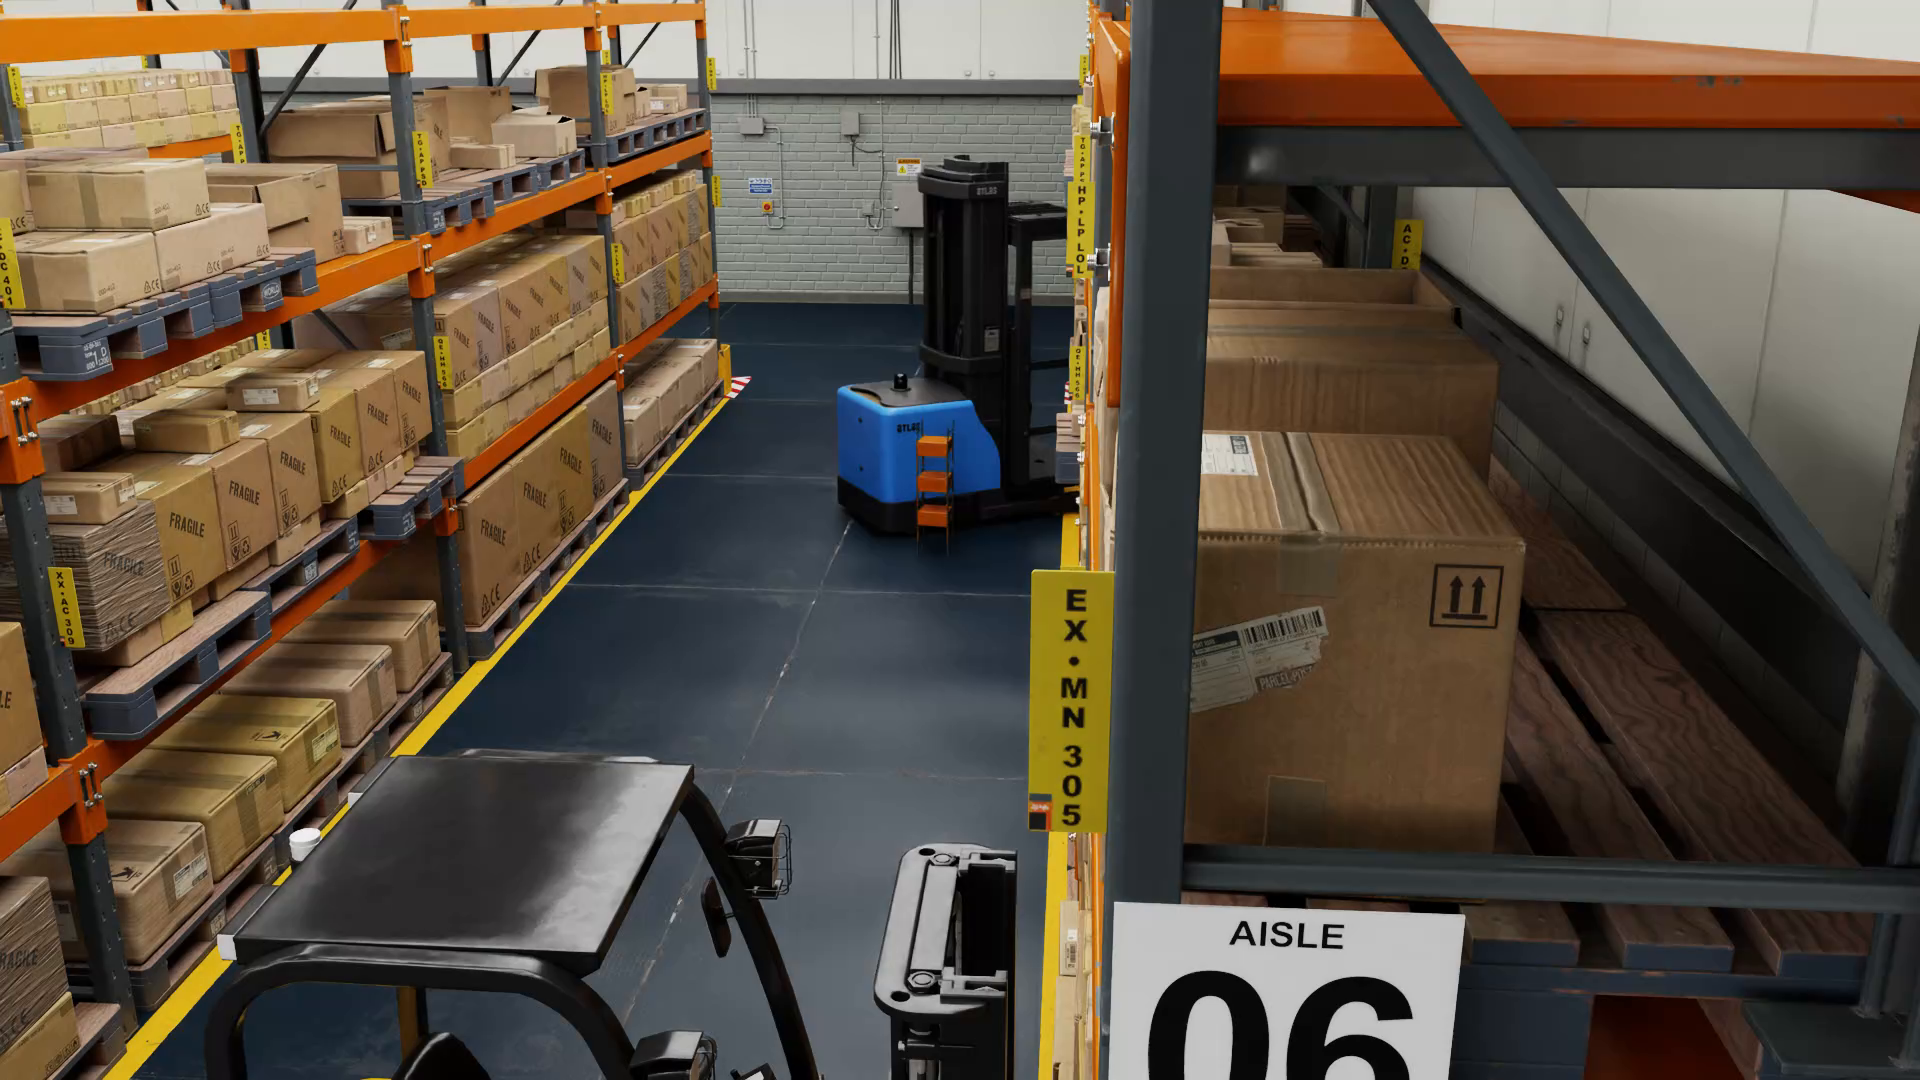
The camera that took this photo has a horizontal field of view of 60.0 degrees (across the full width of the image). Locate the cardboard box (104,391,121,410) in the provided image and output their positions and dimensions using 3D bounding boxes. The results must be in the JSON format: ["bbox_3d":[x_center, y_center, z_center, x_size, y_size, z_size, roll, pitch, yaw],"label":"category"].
[{"bbox_3d":[-8.086,-1.295,15.506,0.380,0.149,0.250,1,18,3],"label":"cardboard box"}]

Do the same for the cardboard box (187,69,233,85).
[{"bbox_3d":[-7.809,-4.815,17.280,0.380,0.149,0.250,1,18,3],"label":"cardboard box"}]

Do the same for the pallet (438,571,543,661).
[{"bbox_3d":[-3.576,0.502,11.551,1.003,0.211,1.213,1,18,4],"label":"pallet"}]

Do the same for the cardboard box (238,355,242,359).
[{"bbox_3d":[-7.904,-1.879,17.767,0.380,0.149,0.250,1,18,3],"label":"cardboard box"}]

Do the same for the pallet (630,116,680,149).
[{"bbox_3d":[-3.261,-3.837,15.641,1.003,0.211,1.213,1,18,4],"label":"pallet"}]

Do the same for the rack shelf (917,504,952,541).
[{"bbox_3d":[-0.194,-0.139,13.087,0.240,0.259,0.215,4,19,12],"label":"rack shelf"}]

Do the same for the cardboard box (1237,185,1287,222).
[{"bbox_3d":[1.448,-1.840,8.811,0.500,0.250,0.500,1,18,4],"label":"cardboard box"}]

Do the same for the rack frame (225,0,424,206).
[{"bbox_3d":[-3.707,-3.430,9.440,1.000,3.000,0.127,1,18,4],"label":"rack frame"}]

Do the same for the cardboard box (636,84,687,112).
[{"bbox_3d":[-3.076,-4.524,17.000,0.500,0.250,0.500,0,18,-1],"label":"cardboard box"}]

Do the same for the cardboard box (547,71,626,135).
[{"bbox_3d":[-3.169,-3.720,14.145,0.500,0.500,0.500,2,18,5],"label":"cardboard box"}]

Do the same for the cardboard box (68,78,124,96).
[{"bbox_3d":[-7.960,-4.174,15.325,0.380,0.149,0.250,2,18,7],"label":"cardboard box"}]

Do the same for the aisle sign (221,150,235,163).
[{"bbox_3d":[-7.774,-4.395,17.843,0.394,0.787,0.004,1,18,4],"label":"aisle sign"}]

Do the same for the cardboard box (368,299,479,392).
[{"bbox_3d":[-3.428,-1.250,10.654,0.500,0.500,0.500,1,18,2],"label":"cardboard box"}]

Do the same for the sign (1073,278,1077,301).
[{"bbox_3d":[0.989,-2.133,13.726,0.100,0.325,0.005,1,18,4],"label":"sign"}]

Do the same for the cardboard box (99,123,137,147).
[{"bbox_3d":[-7.985,-3.710,15.352,0.500,0.250,0.500,2,18,6],"label":"cardboard box"}]

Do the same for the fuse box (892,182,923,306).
[{"bbox_3d":[-0.668,-4.112,23.223,0.539,1.711,0.414,1,18,4],"label":"fuse box"}]

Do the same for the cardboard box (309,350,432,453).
[{"bbox_3d":[-3.462,-0.821,9.797,0.500,0.500,0.500,1,18,2],"label":"cardboard box"}]

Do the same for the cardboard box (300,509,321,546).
[{"bbox_3d":[-3.528,-0.070,8.547,0.380,0.149,0.250,1,18,2],"label":"cardboard box"}]

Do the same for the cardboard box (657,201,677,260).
[{"bbox_3d":[-3.016,-2.959,15.870,0.500,0.500,0.500,1,18,4],"label":"cardboard box"}]

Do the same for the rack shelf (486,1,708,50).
[{"bbox_3d":[-3.277,-4.762,15.302,1.077,0.370,4.000,1,18,4],"label":"rack shelf"}]

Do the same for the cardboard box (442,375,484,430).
[{"bbox_3d":[-3.425,-0.898,10.783,0.500,0.250,0.500,1,18,4],"label":"cardboard box"}]

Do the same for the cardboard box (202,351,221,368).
[{"bbox_3d":[-7.912,-1.862,17.236,0.380,0.149,0.250,1,18,2],"label":"cardboard box"}]

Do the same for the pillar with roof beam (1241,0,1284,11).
[{"bbox_3d":[-1.814,-4.855,13.789,9.100,9.000,0.400,1,18,4],"label":"pillar with roof beam"}]

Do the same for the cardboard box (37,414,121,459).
[{"bbox_3d":[-4.153,-0.482,7.723,0.380,0.149,0.250,1,18,2],"label":"cardboard box"}]

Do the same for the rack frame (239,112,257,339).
[{"bbox_3d":[-8.078,-3.143,18.199,1.000,3.000,0.127,1,18,4],"label":"rack frame"}]

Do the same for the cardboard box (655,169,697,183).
[{"bbox_3d":[-2.960,-3.779,17.331,0.380,0.149,0.250,2,18,5],"label":"cardboard box"}]

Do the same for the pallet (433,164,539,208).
[{"bbox_3d":[-3.637,-2.464,11.611,1.003,0.211,1.213,2,18,6],"label":"pallet"}]

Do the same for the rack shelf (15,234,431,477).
[{"bbox_3d":[-3.851,-1.042,8.124,1.077,0.370,4.000,1,18,4],"label":"rack shelf"}]

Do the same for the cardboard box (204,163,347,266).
[{"bbox_3d":[-3.785,-1.758,8.994,0.700,0.500,0.500,1,18,4],"label":"cardboard box"}]

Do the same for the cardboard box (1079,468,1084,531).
[{"bbox_3d":[0.876,-0.186,8.612,0.500,0.250,0.500,1,18,3],"label":"cardboard box"}]

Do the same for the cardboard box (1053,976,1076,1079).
[{"bbox_3d":[0.563,1.706,5.534,0.500,0.250,0.500,1,18,4],"label":"cardboard box"}]

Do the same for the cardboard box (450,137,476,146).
[{"bbox_3d":[-3.860,-2.951,12.494,0.380,0.166,0.250,0,18,0],"label":"cardboard box"}]

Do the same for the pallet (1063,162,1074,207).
[{"bbox_3d":[1.343,-2.525,11.797,1.213,0.211,1.003,1,18,4],"label":"pallet"}]

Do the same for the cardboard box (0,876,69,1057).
[{"bbox_3d":[-3.769,1.603,6.250,0.500,0.500,0.500,1,18,3],"label":"cardboard box"}]

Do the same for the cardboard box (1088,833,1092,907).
[{"bbox_3d":[0.552,0.907,4.636,0.380,0.149,0.250,1,18,2],"label":"cardboard box"}]

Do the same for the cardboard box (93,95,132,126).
[{"bbox_3d":[-8.001,-3.947,15.273,0.500,0.250,0.500,2,18,5],"label":"cardboard box"}]

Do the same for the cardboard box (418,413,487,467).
[{"bbox_3d":[-3.421,-0.655,10.845,0.500,0.250,0.500,1,18,3],"label":"cardboard box"}]

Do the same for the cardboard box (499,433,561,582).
[{"bbox_3d":[-3.507,-0.259,12.134,0.875,0.875,0.875,2,18,5],"label":"cardboard box"}]

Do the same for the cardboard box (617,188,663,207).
[{"bbox_3d":[-3.011,-3.218,15.617,0.380,0.149,0.250,1,18,4],"label":"cardboard box"}]

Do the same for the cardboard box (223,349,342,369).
[{"bbox_3d":[-3.970,-0.833,9.836,0.500,0.500,0.500,1,18,2],"label":"cardboard box"}]

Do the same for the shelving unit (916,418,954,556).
[{"bbox_3d":[-0.194,-0.413,12.997,0.252,1.050,0.215,4,19,12],"label":"shelving unit"}]

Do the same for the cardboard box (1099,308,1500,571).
[{"bbox_3d":[0.632,-0.164,3.294,0.700,0.500,0.500,1,18,4],"label":"cardboard box"}]

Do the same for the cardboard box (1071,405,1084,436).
[{"bbox_3d":[0.908,-0.763,10.662,0.380,0.149,0.250,2,18,5],"label":"cardboard box"}]

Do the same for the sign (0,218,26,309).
[{"bbox_3d":[-3.452,-0.999,6.006,0.100,0.325,0.005,1,18,4],"label":"sign"}]

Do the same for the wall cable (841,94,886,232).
[{"bbox_3d":[-1.337,-5.271,23.060,0.588,1.984,0.122,1,18,4],"label":"wall cable"}]

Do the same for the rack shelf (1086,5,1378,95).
[{"bbox_3d":[1.101,-2.168,7.384,1.077,0.370,4.000,1,18,4],"label":"rack shelf"}]

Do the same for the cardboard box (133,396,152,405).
[{"bbox_3d":[-8.044,-1.318,16.055,0.380,0.149,0.250,2,18,6],"label":"cardboard box"}]

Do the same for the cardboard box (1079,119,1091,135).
[{"bbox_3d":[1.020,-2.844,11.559,0.380,0.149,0.250,1,18,4],"label":"cardboard box"}]

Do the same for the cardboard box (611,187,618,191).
[{"bbox_3d":[-3.543,-3.388,16.139,0.380,0.149,0.250,1,18,4],"label":"cardboard box"}]

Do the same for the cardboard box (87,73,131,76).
[{"bbox_3d":[-8.388,-4.510,16.349,0.380,0.149,0.250,2,18,5],"label":"cardboard box"}]

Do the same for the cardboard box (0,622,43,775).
[{"bbox_3d":[-3.778,0.617,6.083,0.500,0.500,0.500,1,18,3],"label":"cardboard box"}]

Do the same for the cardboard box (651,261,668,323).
[{"bbox_3d":[-3.043,-2.320,15.525,0.500,0.500,0.500,1,18,4],"label":"cardboard box"}]

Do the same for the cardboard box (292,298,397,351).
[{"bbox_3d":[-3.931,-1.269,10.711,0.500,0.500,0.500,1,18,2],"label":"cardboard box"}]

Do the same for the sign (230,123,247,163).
[{"bbox_3d":[-4.260,-2.303,9.860,0.100,0.325,0.005,1,18,4],"label":"sign"}]

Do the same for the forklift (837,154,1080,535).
[{"bbox_3d":[0.506,-1.736,14.014,3.031,2.935,1.130,-9,20,-26],"label":"forklift"}]

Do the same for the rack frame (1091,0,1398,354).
[{"bbox_3d":[0.957,-2.078,5.314,1.000,3.000,0.127,1,18,4],"label":"rack frame"}]

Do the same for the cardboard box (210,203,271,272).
[{"bbox_3d":[-3.503,-1.378,7.560,0.500,0.250,0.500,1,18,3],"label":"cardboard box"}]
